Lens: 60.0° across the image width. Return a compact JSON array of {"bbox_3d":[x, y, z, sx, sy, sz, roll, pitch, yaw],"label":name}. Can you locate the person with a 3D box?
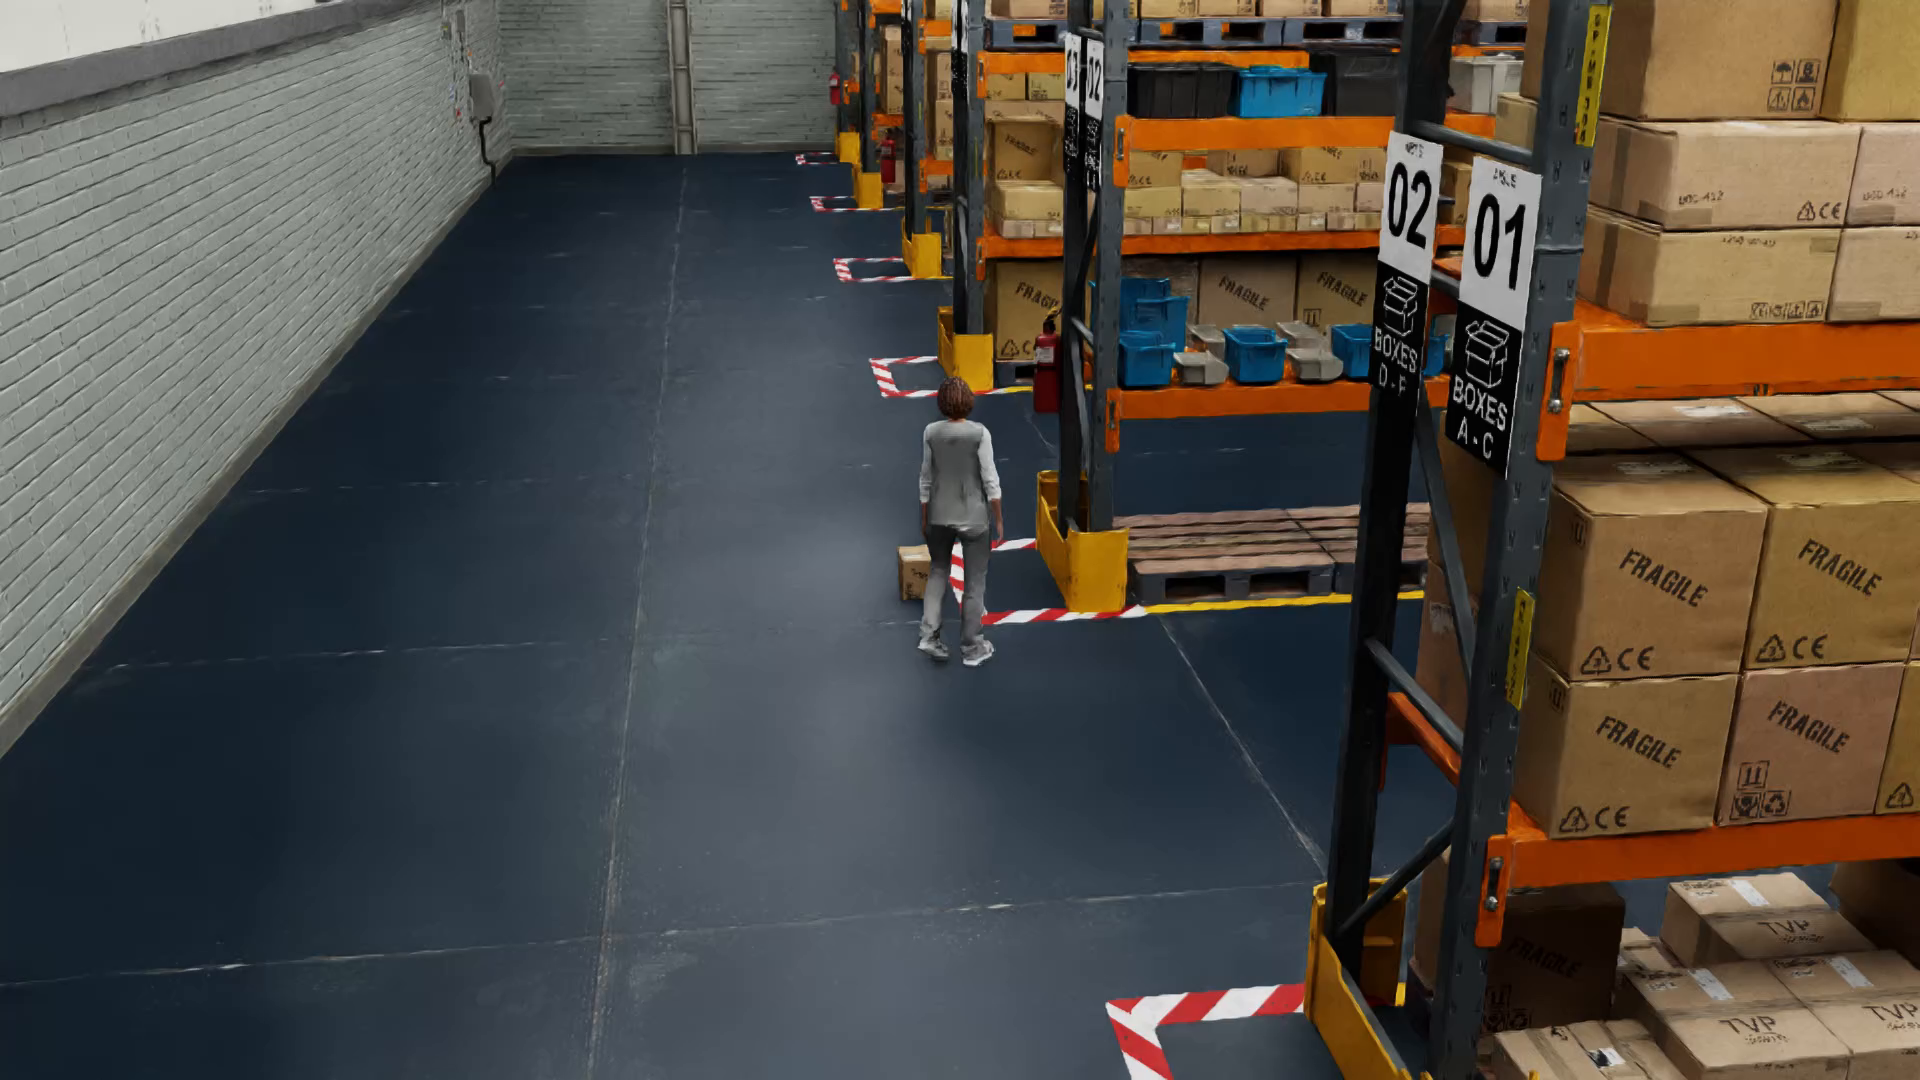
[{"bbox_3d":[0.014,-0.096,8.824,0.451,1.597,0.347,5,21,13],"label":"person"}]
